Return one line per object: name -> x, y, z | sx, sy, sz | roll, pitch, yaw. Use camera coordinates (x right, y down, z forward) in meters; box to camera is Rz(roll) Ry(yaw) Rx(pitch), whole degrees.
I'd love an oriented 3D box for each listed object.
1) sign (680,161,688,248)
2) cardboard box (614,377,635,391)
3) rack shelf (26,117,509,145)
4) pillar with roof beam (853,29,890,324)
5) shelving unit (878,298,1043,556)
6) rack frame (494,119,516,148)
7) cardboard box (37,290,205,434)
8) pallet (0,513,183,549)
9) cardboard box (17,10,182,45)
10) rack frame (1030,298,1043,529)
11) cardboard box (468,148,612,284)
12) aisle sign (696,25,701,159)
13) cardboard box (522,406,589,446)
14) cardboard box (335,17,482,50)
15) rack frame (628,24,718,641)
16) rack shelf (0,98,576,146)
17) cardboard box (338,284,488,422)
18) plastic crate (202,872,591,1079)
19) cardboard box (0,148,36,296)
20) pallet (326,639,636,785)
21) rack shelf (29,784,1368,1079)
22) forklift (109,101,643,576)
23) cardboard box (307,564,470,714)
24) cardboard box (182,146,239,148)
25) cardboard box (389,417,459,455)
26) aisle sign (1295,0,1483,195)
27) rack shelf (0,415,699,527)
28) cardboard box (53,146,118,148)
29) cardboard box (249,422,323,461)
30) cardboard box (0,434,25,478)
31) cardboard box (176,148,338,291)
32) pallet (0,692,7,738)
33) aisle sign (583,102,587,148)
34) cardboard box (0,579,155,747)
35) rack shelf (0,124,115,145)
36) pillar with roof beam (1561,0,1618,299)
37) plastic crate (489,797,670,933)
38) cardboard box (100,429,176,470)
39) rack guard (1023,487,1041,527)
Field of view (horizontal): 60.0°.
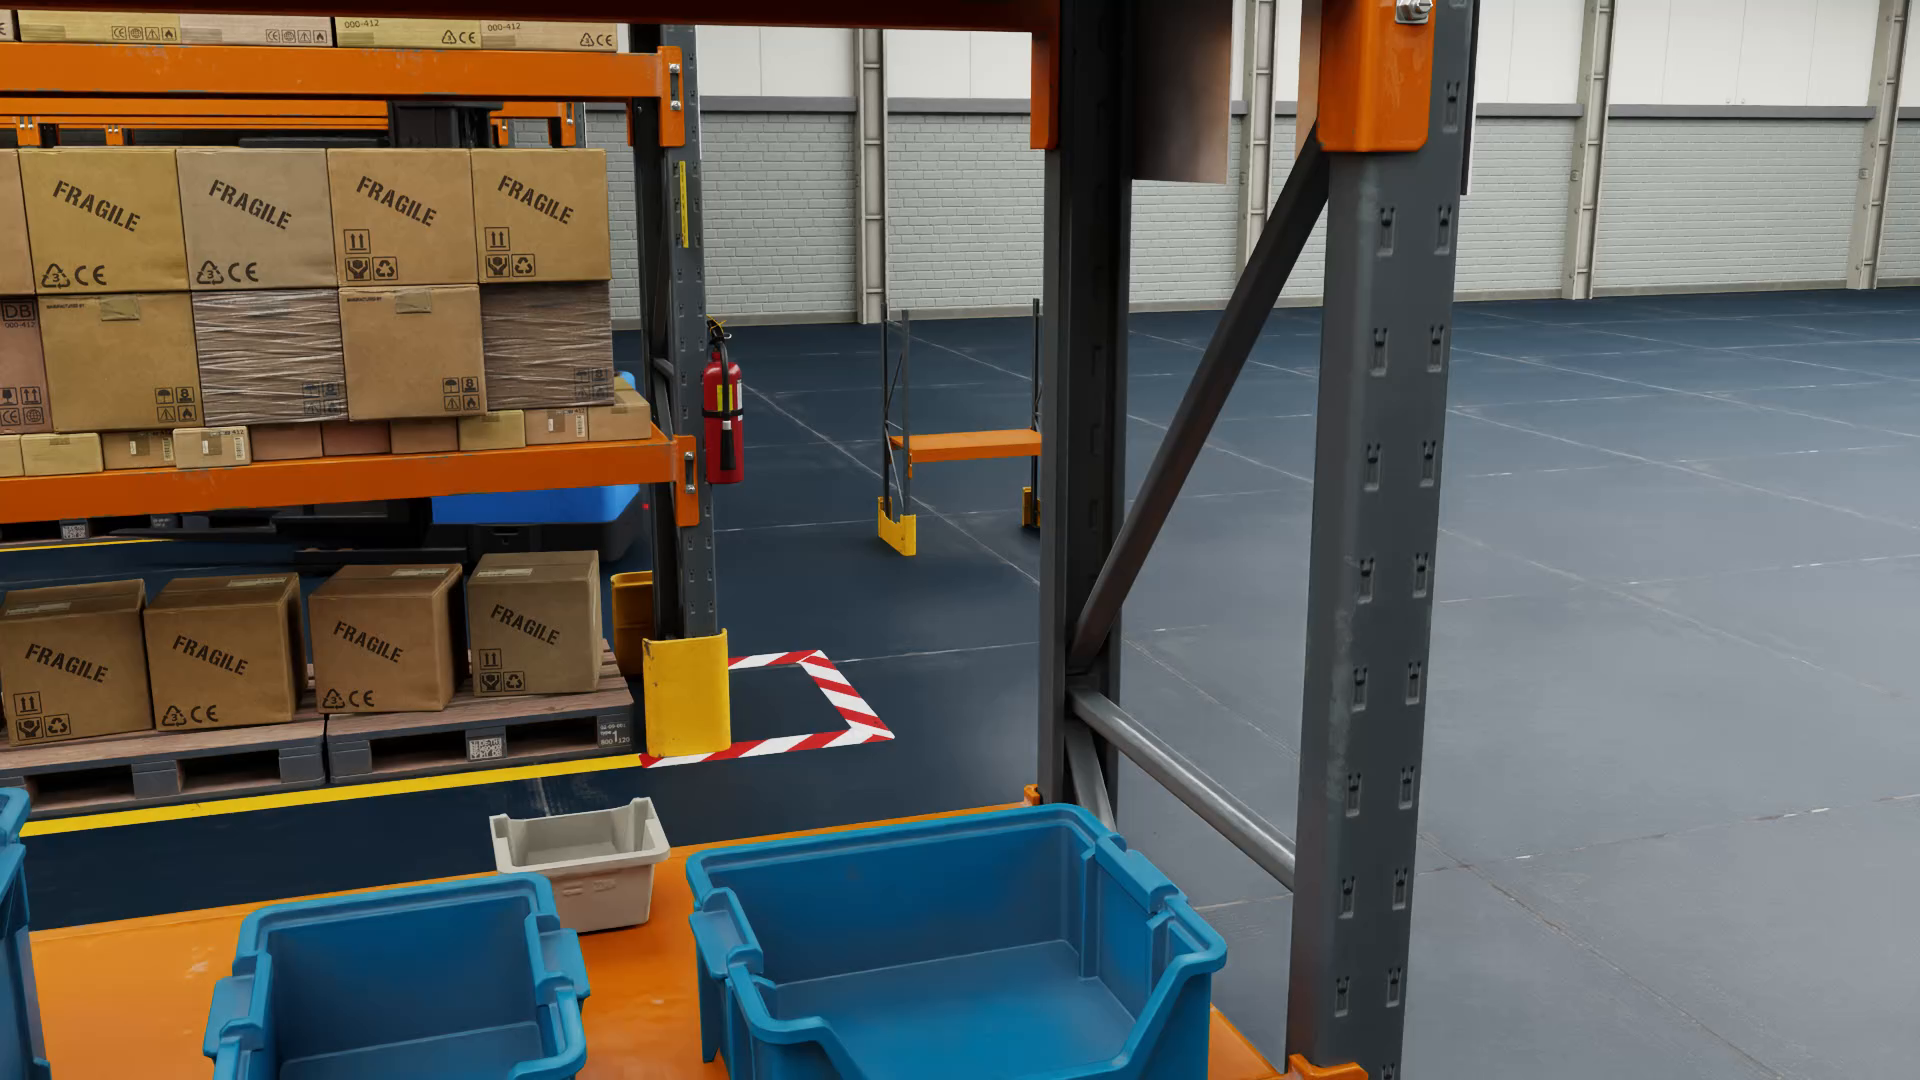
sign -> -1.066, -1.295, 6.422 | 0.005, 0.325, 0.100 | -4, 14, -18
cardboard box -> -1.570, -0.611, 7.271 | 0.250, 0.149, 0.380 | -4, 14, -18
rack shelf -> -6.280, -3.837, 15.363 | 4.000, 0.370, 1.077 | -4, 14, -18
pillar with roof beam -> 0.141, -6.527, 18.636 | 0.400, 9.000, 9.100 | -4, 14, -18
shelving unit -> 0.072, -0.735, 10.493 | 1.083, 1.500, 0.587 | -4, 14, -18
rack frame -> -4.385, -2.875, 16.248 | 0.127, 3.000, 1.000 | -4, 14, -18
cardboard box -> -3.155, -0.735, 6.394 | 0.500, 0.500, 0.875 | -4, 14, -18
pallet -> -5.756, -0.184, 10.960 | 1.213, 0.211, 1.003 | -4, 14, -18
cardboard box -> -3.036, -1.885, 5.927 | 0.500, 0.250, 0.500 | -5, 14, -19
rack frame -> 0.563, -0.773, 10.653 | 0.032, 1.500, 0.500 | -4, 14, -18
cardboard box -> -1.667, -1.287, 6.550 | 0.500, 0.500, 0.500 | -4, 14, -18
aisle sign -> -1.070, -1.905, 6.552 | 0.004, 0.787, 0.394 | -4, 14, -18
cardboard box -> -1.666, -0.495, 6.784 | 0.250, 0.149, 0.380 | -4, 14, -18
cardboard box -> -2.072, -1.959, 6.239 | 0.500, 0.250, 0.500 | -4, 14, -18
rack frame -> -1.224, -0.702, 7.110 | 0.127, 3.000, 1.000 | -4, 14, -18
rack shelf -> -4.606, -2.759, 10.831 | 4.000, 0.370, 1.077 | -4, 14, -18
cardboard box -> -2.190, -0.797, 6.653 | 0.500, 0.500, 0.875 | -4, 14, -18
plastic crate -> -0.641, 0.606, 1.933 | 0.408, 0.251, 0.499 | -4, 14, -18
cardboard box -> -3.560, -1.138, 5.924 | 0.500, 0.500, 0.500 | -4, 14, -18
pallet -> -2.077, 0.713, 7.190 | 1.213, 0.211, 1.003 | -4, 14, -18
rack shelf -> -1.540, 0.882, 2.006 | 4.000, 0.370, 1.077 | -4, 14, -18
forklift -> -3.543, -1.337, 9.928 | 3.031, 2.935, 1.130 | 0, 13, -1
cardboard box -> -2.377, 0.404, 6.956 | 0.500, 0.500, 0.500 | -1, 13, -3
cardboard box -> -6.714, -3.309, 15.051 | 0.500, 0.500, 0.700 | -5, 14, -19
cardboard box -> -2.128, -0.450, 6.595 | 0.250, 0.149, 0.380 | -4, 14, -18
aisle sign -> 0.518, -0.820, 1.991 | 0.004, 0.787, 0.394 | -4, 14, -18
rack shelf -> -3.120, -0.204, 6.573 | 4.000, 0.370, 1.077 | -4, 14, -18
cardboard box -> -7.690, -3.245, 14.782 | 0.500, 0.500, 0.700 | -5, 14, -19
cardboard box -> -2.608, -0.417, 6.458 | 0.250, 0.149, 0.380 | -4, 14, -18
cardboard box -> -3.539, -0.332, 6.098 | 0.250, 0.149, 0.380 | -4, 14, -18
cardboard box -> -2.613, -1.212, 6.237 | 0.500, 0.500, 0.500 | -4, 14, -18
pallet -> -4.390, 0.893, 6.433 | 1.213, 0.211, 1.003 | -4, 14, -18
aisle sign -> -2.547, -3.001, 11.160 | 0.004, 0.787, 0.394 | -4, 14, -18
cardboard box -> -3.520, 0.478, 6.647 | 0.500, 0.500, 0.500 | -6, 15, -23
rack shelf -> -11.658, -4.630, 18.698 | 4.000, 0.370, 1.077 | -4, 14, -18
pillar with roof beam -> 11.514, -7.413, 22.360 | 0.400, 9.000, 9.100 | -4, 14, -18
plastic crate -> -0.595, 0.508, 2.593 | 0.250, 0.136, 0.298 | -4, 14, -18
cardboard box -> -3.076, -0.376, 6.285 | 0.250, 0.149, 0.380 | -4, 14, -18
rack guard -> 0.544, -0.164, 10.792 | 0.087, 0.250, 0.587 | -4, 14, -18
